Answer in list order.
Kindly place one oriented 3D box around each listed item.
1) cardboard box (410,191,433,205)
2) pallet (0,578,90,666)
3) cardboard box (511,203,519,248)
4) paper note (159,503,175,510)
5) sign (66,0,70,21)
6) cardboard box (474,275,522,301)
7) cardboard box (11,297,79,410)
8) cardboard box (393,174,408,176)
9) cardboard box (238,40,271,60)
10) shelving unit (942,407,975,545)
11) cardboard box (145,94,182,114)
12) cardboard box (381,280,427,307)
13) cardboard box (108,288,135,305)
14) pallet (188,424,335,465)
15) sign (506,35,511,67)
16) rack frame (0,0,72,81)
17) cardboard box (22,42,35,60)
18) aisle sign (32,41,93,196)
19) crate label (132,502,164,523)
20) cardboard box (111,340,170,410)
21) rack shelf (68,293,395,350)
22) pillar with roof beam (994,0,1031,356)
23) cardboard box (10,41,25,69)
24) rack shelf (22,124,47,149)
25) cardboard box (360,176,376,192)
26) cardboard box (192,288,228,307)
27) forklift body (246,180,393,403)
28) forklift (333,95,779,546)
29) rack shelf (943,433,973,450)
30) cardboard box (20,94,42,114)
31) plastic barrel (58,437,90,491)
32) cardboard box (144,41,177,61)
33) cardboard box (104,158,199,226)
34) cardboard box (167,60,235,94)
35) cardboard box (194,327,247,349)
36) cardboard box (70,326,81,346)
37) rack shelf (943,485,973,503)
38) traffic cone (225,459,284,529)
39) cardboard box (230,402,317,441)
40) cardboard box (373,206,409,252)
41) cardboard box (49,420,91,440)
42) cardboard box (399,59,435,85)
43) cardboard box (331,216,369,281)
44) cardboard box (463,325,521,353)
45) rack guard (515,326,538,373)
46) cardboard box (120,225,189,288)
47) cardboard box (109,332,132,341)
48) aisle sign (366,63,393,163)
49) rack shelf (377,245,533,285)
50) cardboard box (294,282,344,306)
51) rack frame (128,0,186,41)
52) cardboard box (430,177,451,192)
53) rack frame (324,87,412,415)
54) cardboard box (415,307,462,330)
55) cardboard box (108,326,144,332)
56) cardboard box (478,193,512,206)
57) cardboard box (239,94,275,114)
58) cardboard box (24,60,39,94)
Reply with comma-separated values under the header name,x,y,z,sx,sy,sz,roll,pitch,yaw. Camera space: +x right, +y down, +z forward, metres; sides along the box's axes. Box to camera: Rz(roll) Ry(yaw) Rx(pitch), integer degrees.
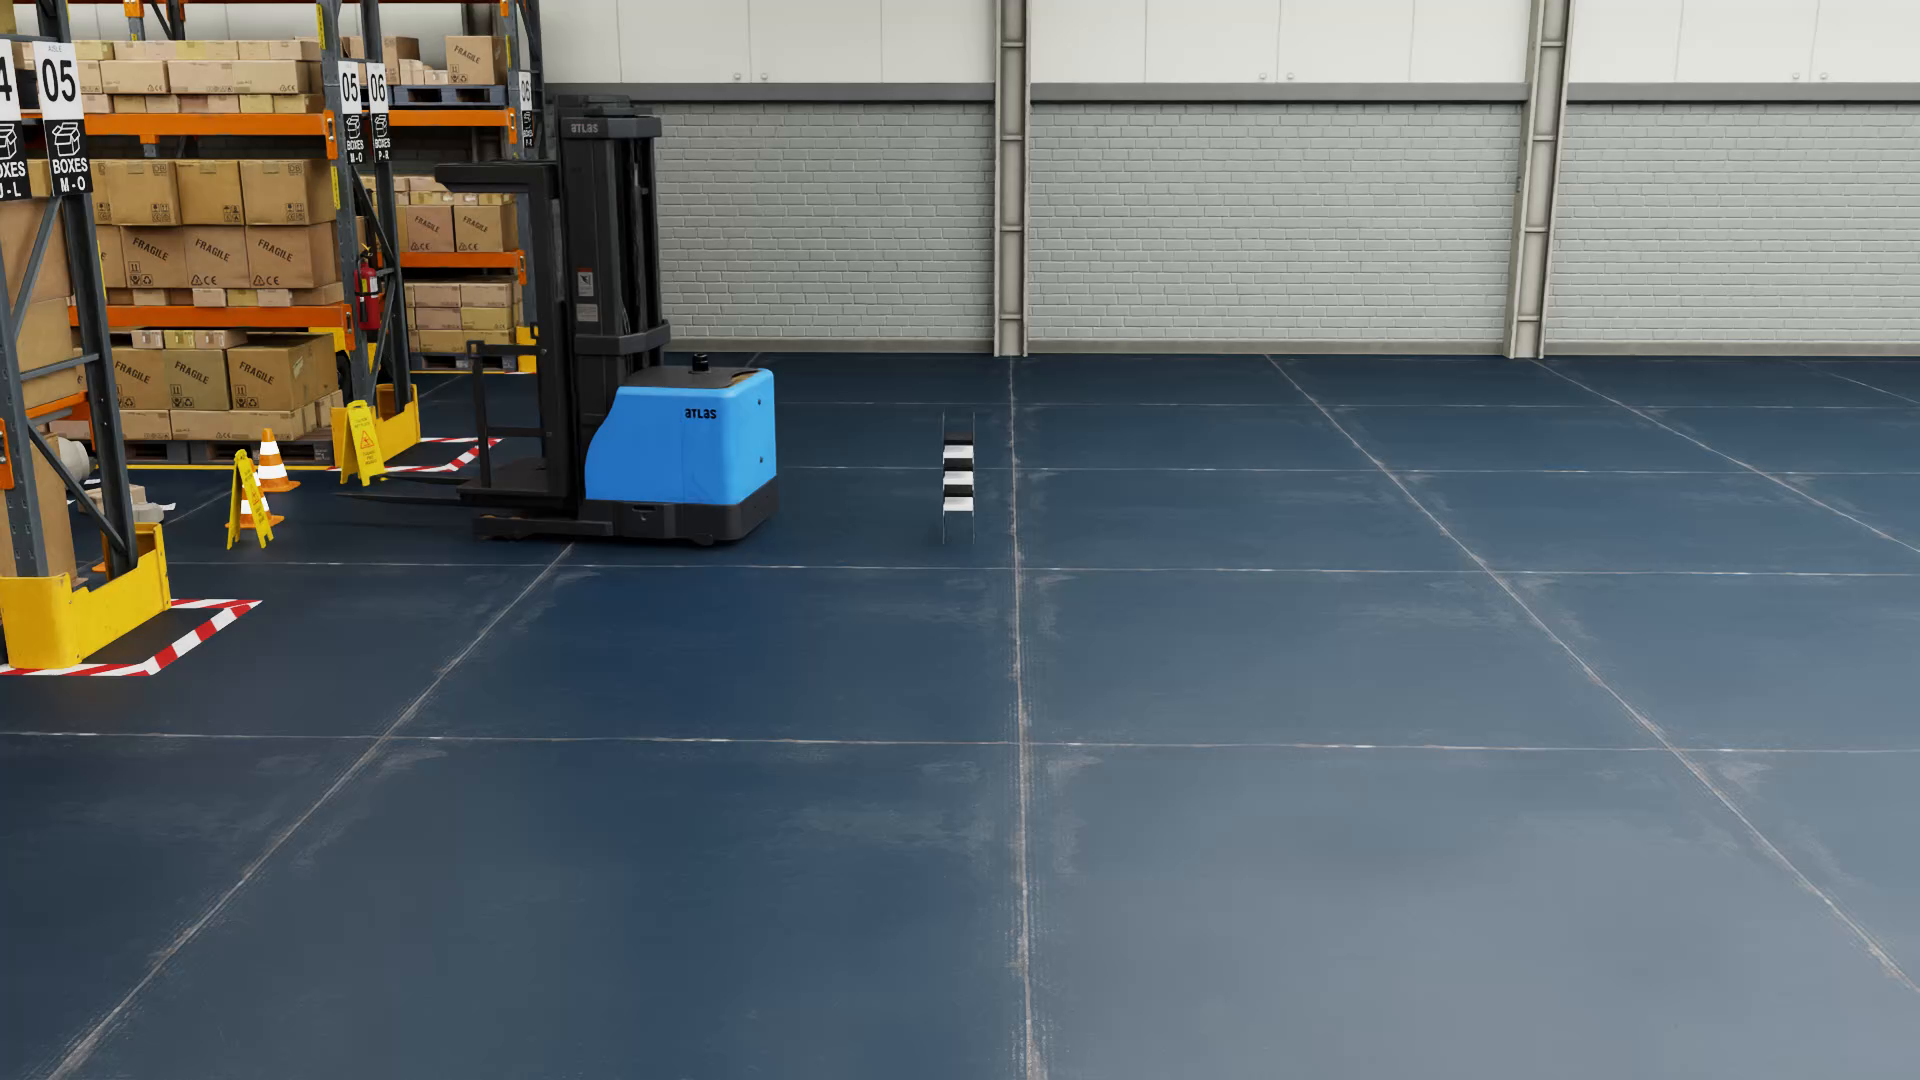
name,x,y,z,sx,sy,sz,roll,pitch,yaw
cardboard box,-5.842,-3.757,18.231,0.250,0.149,0.380,0,15,1
pallet,-5.676,0.444,9.243,1.213,0.211,1.003,0,15,1
cardboard box,-5.214,-3.570,18.796,0.500,0.500,0.500,1,15,3
paper note,-5.845,-0.245,12.208,0.142,0.019,0.148,-5,16,-18
sign,-4.855,-2.972,8.975,0.005,0.325,0.100,0,15,1
cardboard box,-5.202,-2.856,18.893,0.500,0.250,0.500,0,15,1
cardboard box,-5.247,-0.982,8.889,0.550,0.550,0.875,0,15,1
cardboard box,-6.353,-4.046,18.746,0.250,0.149,0.380,0,15,0
cardboard box,-5.452,-3.835,13.045,0.250,0.149,0.380,1,15,2
shelving unit,-0.008,-0.435,11.225,0.210,0.900,0.258,0,15,1
cardboard box,-6.229,-3.454,13.163,0.250,0.149,0.380,0,15,1
cardboard box,-6.210,-2.731,18.418,0.500,0.250,0.500,1,15,2
cardboard box,-6.756,-2.023,13.622,0.250,0.149,0.380,0,15,1
pallet,-5.736,-0.848,14.142,1.213,0.211,1.003,0,15,1
sign,-4.754,-5.150,17.519,0.005,0.325,0.100,0,15,1
rack frame,-4.875,-3.820,8.178,0.127,3.000,1.000,0,15,1
cardboard box,-7.238,-3.843,13.074,0.250,0.149,0.380,0,15,1
aisle sign,-4.796,-2.252,8.900,0.004,0.787,0.394,0,15,1
crate label,-5.788,-0.176,11.737,0.298,0.136,0.250,-8,17,-28
cardboard box,-6.683,-1.364,13.729,0.500,0.500,0.500,0,15,0
rack shelf,-6.849,-1.847,13.872,4.000,0.370,1.077,0,15,1
pillar with roof beam,0.489,-5.446,14.342,0.400,9.000,9.100,0,15,1
cardboard box,-5.209,-2.583,8.845,0.250,0.149,0.380,0,15,2
rack shelf,-6.874,-2.035,8.702,4.000,0.370,1.077,0,15,1
cardboard box,-6.368,-3.885,18.135,0.250,0.149,0.380,1,15,3
cardboard box,-5.999,-1.983,13.468,0.250,0.149,0.380,1,15,2
forklift body,-6.668,-2.585,16.920,1.214,2.155,2.313,0,15,1
forklift,-2.865,-1.540,11.431,3.031,2.935,1.130,3,15,10
rack shelf,-0.008,-0.664,11.165,0.200,0.077,0.258,0,15,1
cardboard box,-7.256,-3.442,13.117,0.250,0.149,0.380,0,15,0
plastic barrel,-6.953,-0.564,12.647,0.421,0.421,0.512,13,19,40
cardboard box,-6.204,-3.850,13.102,0.250,0.149,0.380,0,15,1
cardboard box,-6.384,-2.788,13.287,0.500,0.500,0.700,0,15,1
cardboard box,-5.870,-3.645,13.108,0.500,0.250,0.500,0,15,1
cardboard box,-6.026,-1.656,13.561,0.250,0.149,0.380,1,15,3
cardboard box,-7.359,-1.665,13.597,0.250,0.149,0.380,1,15,5
rack shelf,-0.008,-0.316,11.257,0.200,0.077,0.258,0,15,1
traffic cone,-5.001,-0.344,11.736,0.334,0.463,0.336,0,15,1
cardboard box,-5.688,-0.992,13.788,0.500,0.250,0.500,0,15,1
cardboard box,-6.256,-3.441,18.308,0.500,0.500,0.500,0,15,0
cardboard box,-7.201,-1.006,13.838,0.500,0.250,0.500,0,15,1
cardboard box,-5.816,-5.014,17.830,0.258,0.266,0.396,0,15,2
cardboard box,-5.316,-2.448,13.959,0.500,0.500,0.500,0,15,1
cardboard box,-5.204,-2.244,18.532,0.500,0.250,0.500,0,15,2
rack guard,-4.702,-2.239,18.847,0.348,0.500,1.175,0,15,1
cardboard box,-6.399,-2.316,13.459,0.500,0.500,0.500,0,15,1
cardboard box,-7.231,-1.503,14.253,0.500,0.500,0.500,1,15,4
aisle sign,-4.779,-3.518,13.697,0.004,0.787,0.394,0,15,1
rack shelf,-6.726,-3.113,18.670,4.000,0.370,1.077,0,15,1
cardboard box,-5.229,-2.008,13.565,0.250,0.149,0.380,1,15,3
rack frame,-8.725,-6.375,17.862,0.127,3.000,1.000,0,15,1
cardboard box,-5.599,-3.891,18.156,0.250,0.149,0.380,1,15,3
rack frame,-4.849,-2.182,13.730,0.127,3.000,1.000,0,15,1
cardboard box,-5.722,-2.493,18.494,0.500,0.250,0.500,0,15,1
cardboard box,-9.247,-2.529,18.879,0.625,0.625,0.875,1,15,4
cardboard box,-5.080,-3.741,18.171,0.250,0.149,0.380,1,15,2
cardboard box,-5.463,-3.435,13.093,0.250,0.149,0.380,0,15,2
cardboard box,-7.399,-3.649,13.124,0.500,0.250,0.500,1,15,2
